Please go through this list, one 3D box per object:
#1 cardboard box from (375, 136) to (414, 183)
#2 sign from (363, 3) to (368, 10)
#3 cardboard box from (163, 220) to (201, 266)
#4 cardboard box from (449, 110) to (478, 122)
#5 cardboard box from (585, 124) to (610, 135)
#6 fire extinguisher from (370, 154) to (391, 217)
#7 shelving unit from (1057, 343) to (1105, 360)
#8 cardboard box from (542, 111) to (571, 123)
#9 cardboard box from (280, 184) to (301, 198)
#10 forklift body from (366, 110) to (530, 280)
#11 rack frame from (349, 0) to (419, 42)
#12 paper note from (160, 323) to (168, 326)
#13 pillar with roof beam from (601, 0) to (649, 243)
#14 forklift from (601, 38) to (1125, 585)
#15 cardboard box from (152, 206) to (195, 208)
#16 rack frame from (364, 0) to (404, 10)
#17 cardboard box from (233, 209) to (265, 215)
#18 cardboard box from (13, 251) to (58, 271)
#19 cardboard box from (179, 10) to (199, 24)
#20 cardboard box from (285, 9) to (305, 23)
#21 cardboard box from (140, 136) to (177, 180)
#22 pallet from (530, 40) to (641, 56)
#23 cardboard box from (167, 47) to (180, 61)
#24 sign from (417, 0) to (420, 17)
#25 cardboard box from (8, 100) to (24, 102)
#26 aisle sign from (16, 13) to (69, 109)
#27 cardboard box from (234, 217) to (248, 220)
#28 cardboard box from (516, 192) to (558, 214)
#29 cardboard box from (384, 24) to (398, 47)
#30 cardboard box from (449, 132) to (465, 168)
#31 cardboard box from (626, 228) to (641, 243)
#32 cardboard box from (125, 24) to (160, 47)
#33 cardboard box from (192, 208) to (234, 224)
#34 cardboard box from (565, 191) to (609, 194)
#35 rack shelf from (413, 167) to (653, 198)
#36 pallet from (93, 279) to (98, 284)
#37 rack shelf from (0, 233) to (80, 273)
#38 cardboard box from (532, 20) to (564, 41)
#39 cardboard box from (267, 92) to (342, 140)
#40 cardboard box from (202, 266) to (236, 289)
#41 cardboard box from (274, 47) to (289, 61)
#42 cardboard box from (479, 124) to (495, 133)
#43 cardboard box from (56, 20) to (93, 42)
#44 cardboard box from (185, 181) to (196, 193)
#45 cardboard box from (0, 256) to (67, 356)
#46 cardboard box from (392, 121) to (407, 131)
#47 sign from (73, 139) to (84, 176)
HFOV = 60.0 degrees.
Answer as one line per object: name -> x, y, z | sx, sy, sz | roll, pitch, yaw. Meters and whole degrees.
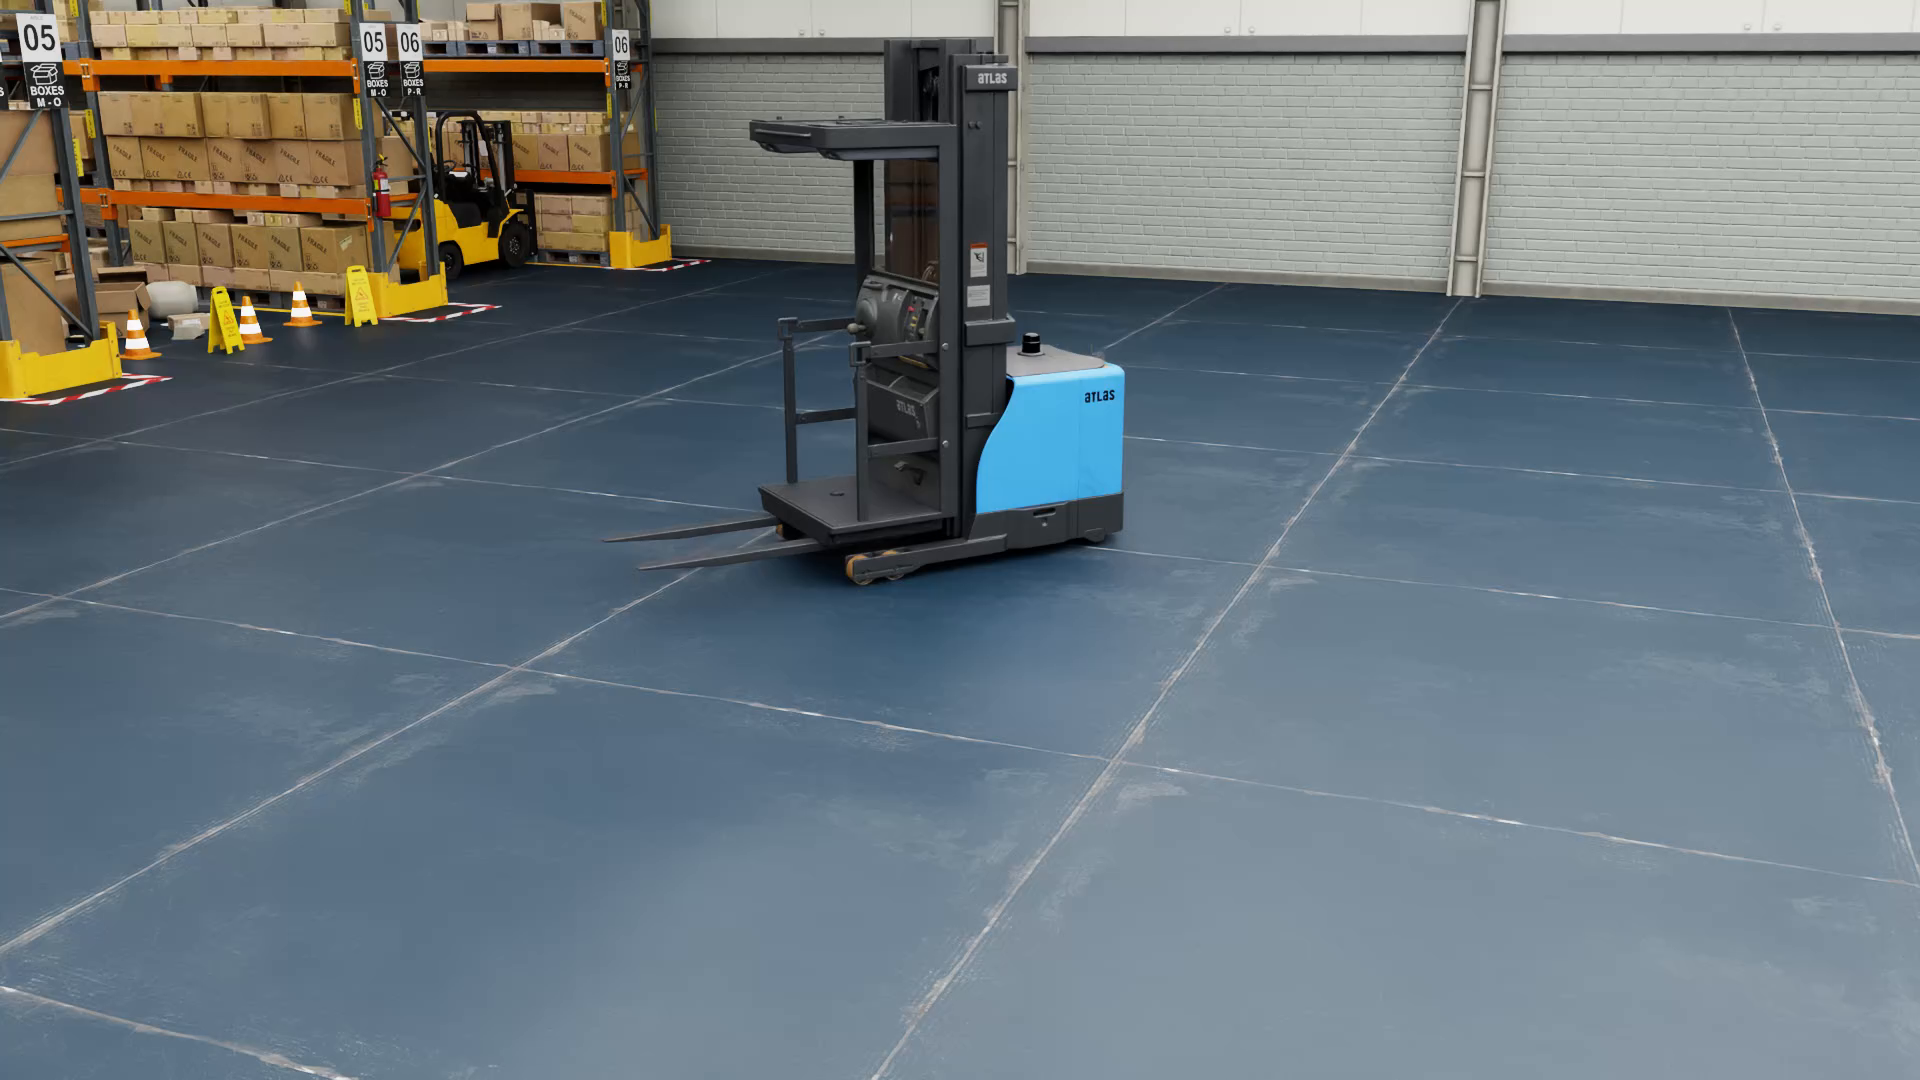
cardboard box -> -6.740, -4.431, 19.345 | 0.500, 0.500, 0.500 | 6, 17, 20
sign -> -8.494, -7.515, 23.809 | 0.005, 0.325, 0.100 | 6, 17, 21
cardboard box -> -9.170, -3.589, 19.988 | 0.500, 0.500, 0.500 | 7, 18, 23
cardboard box -> -7.146, -6.110, 23.965 | 0.250, 0.149, 0.380 | 6, 17, 20
cardboard box -> -5.008, -5.730, 23.189 | 0.250, 0.149, 0.380 | 7, 17, 21
fire extinguisher -> -6.463, -3.952, 18.545 | 0.183, 0.674, 0.296 | 6, 17, 21
shelving unit -> 0.757, -0.744, 10.831 | 0.252, 1.050, 0.215 | -3, 16, -19
cardboard box -> -5.692, -5.974, 23.495 | 0.250, 0.149, 0.380 | 6, 17, 21
cardboard box -> -7.585, -4.030, 19.125 | 0.250, 0.149, 0.380 | 7, 17, 22
forklift body -> -7.016, -4.721, 22.578 | 1.214, 2.155, 2.313 | 6, 17, 21
rack frame -> -6.401, -7.001, 18.149 | 0.127, 3.000, 1.000 | 6, 17, 21
paper note -> -8.746, -2.395, 18.389 | 0.142, 0.019, 0.148 | 14, 21, 40
pillar with roof beam -> -6.479, -7.477, 19.790 | 0.400, 9.000, 9.100 | 6, 17, 21
forklift -> -0.546, -1.324, 9.476 | 3.031, 2.935, 1.130 | -9, 18, -28
cardboard box -> -12.497, -5.215, 26.487 | 0.500, 0.500, 0.500 | 7, 18, 22
rack frame -> -8.304, -8.698, 23.995 | 0.127, 3.000, 1.000 | 6, 17, 21
cardboard box -> -10.839, -5.155, 26.058 | 0.625, 0.625, 0.875 | 7, 18, 22
cardboard box -> -10.747, -3.228, 19.037 | 0.500, 0.500, 0.500 | 6, 17, 21
cardboard box -> -8.717, -5.996, 19.088 | 0.250, 0.149, 0.380 | 6, 17, 20
cardboard box -> -7.294, -5.839, 18.546 | 0.250, 0.149, 0.380 | 6, 17, 20
cardboard box -> -9.339, -4.558, 19.780 | 0.500, 0.500, 0.500 | 6, 17, 20
pallet -> -5.231, -6.885, 23.288 | 1.213, 0.211, 1.003 | 6, 17, 21
cardboard box -> -8.965, -5.650, 19.325 | 0.250, 0.149, 0.380 | 6, 17, 19
sign -> -6.202, -6.121, 18.931 | 0.005, 0.325, 0.100 | 6, 17, 21
cardboard box -> -12.217, -5.548, 21.276 | 0.250, 0.149, 0.380 | 5, 17, 18
aisle sign -> -7.947, -4.145, 14.409 | 0.004, 0.787, 0.394 | 6, 17, 21
cardboard box -> -8.524, -3.676, 20.290 | 0.500, 0.500, 0.500 | 7, 18, 24
cardboard box -> -6.076, -4.835, 23.834 | 0.500, 0.250, 0.500 | 7, 17, 21
cardboard box -> -6.771, -5.752, 18.962 | 0.500, 0.250, 0.500 | 6, 17, 20
cardboard box -> -7.025, -5.652, 24.081 | 0.500, 0.500, 0.500 | 6, 17, 20
cardboard box -> -4.968, -4.390, 24.094 | 0.500, 0.250, 0.500 | 6, 17, 21
cardboard box -> -9.330, -5.874, 19.383 | 0.500, 0.250, 0.500 | 6, 17, 20
cardboard box -> -8.847, -3.845, 19.707 | 0.250, 0.149, 0.380 | 7, 18, 24
cardboard box -> -5.427, -4.918, 24.118 | 0.500, 0.250, 0.500 | 6, 17, 21
rack shelf -> -6.443, -5.267, 24.227 | 4.000, 0.370, 1.077 | 6, 17, 21
pallet -> -10.846, -3.269, 21.057 | 1.213, 0.211, 1.003 | 6, 17, 21
rack shelf -> -9.983, -2.685, 15.333 | 4.000, 0.370, 1.077 | 6, 17, 21
cardboard box -> -5.701, -7.066, 23.060 | 0.258, 0.266, 0.396 | 6, 17, 21
cardboard box -> -7.424, -4.841, 18.961 | 0.500, 0.500, 0.700 | 6, 17, 21
cardboard box -> -8.677, -3.175, 19.908 | 0.500, 0.250, 0.500 | 6, 17, 20
cardboard box -> -7.525, -5.500, 18.810 | 0.250, 0.149, 0.380 | 6, 17, 21
cardboard box -> -6.673, -5.912, 23.817 | 0.250, 0.149, 0.380 | 6, 17, 19
cardboard box -> -10.718, -6.122, 20.016 | 0.500, 0.250, 0.500 | 6, 17, 20
cardboard box -> -8.957, -4.208, 19.739 | 0.250, 0.149, 0.380 | 6, 17, 20
cardboard box -> -8.778, -2.060, 14.946 | 0.875, 0.875, 0.875 | 6, 17, 21
cardboard box -> -8.104, -6.076, 24.379 | 0.250, 0.149, 0.380 | 6, 17, 20
sign -> -7.914, -3.423, 14.890 | 0.005, 0.325, 0.100 | 6, 17, 21
